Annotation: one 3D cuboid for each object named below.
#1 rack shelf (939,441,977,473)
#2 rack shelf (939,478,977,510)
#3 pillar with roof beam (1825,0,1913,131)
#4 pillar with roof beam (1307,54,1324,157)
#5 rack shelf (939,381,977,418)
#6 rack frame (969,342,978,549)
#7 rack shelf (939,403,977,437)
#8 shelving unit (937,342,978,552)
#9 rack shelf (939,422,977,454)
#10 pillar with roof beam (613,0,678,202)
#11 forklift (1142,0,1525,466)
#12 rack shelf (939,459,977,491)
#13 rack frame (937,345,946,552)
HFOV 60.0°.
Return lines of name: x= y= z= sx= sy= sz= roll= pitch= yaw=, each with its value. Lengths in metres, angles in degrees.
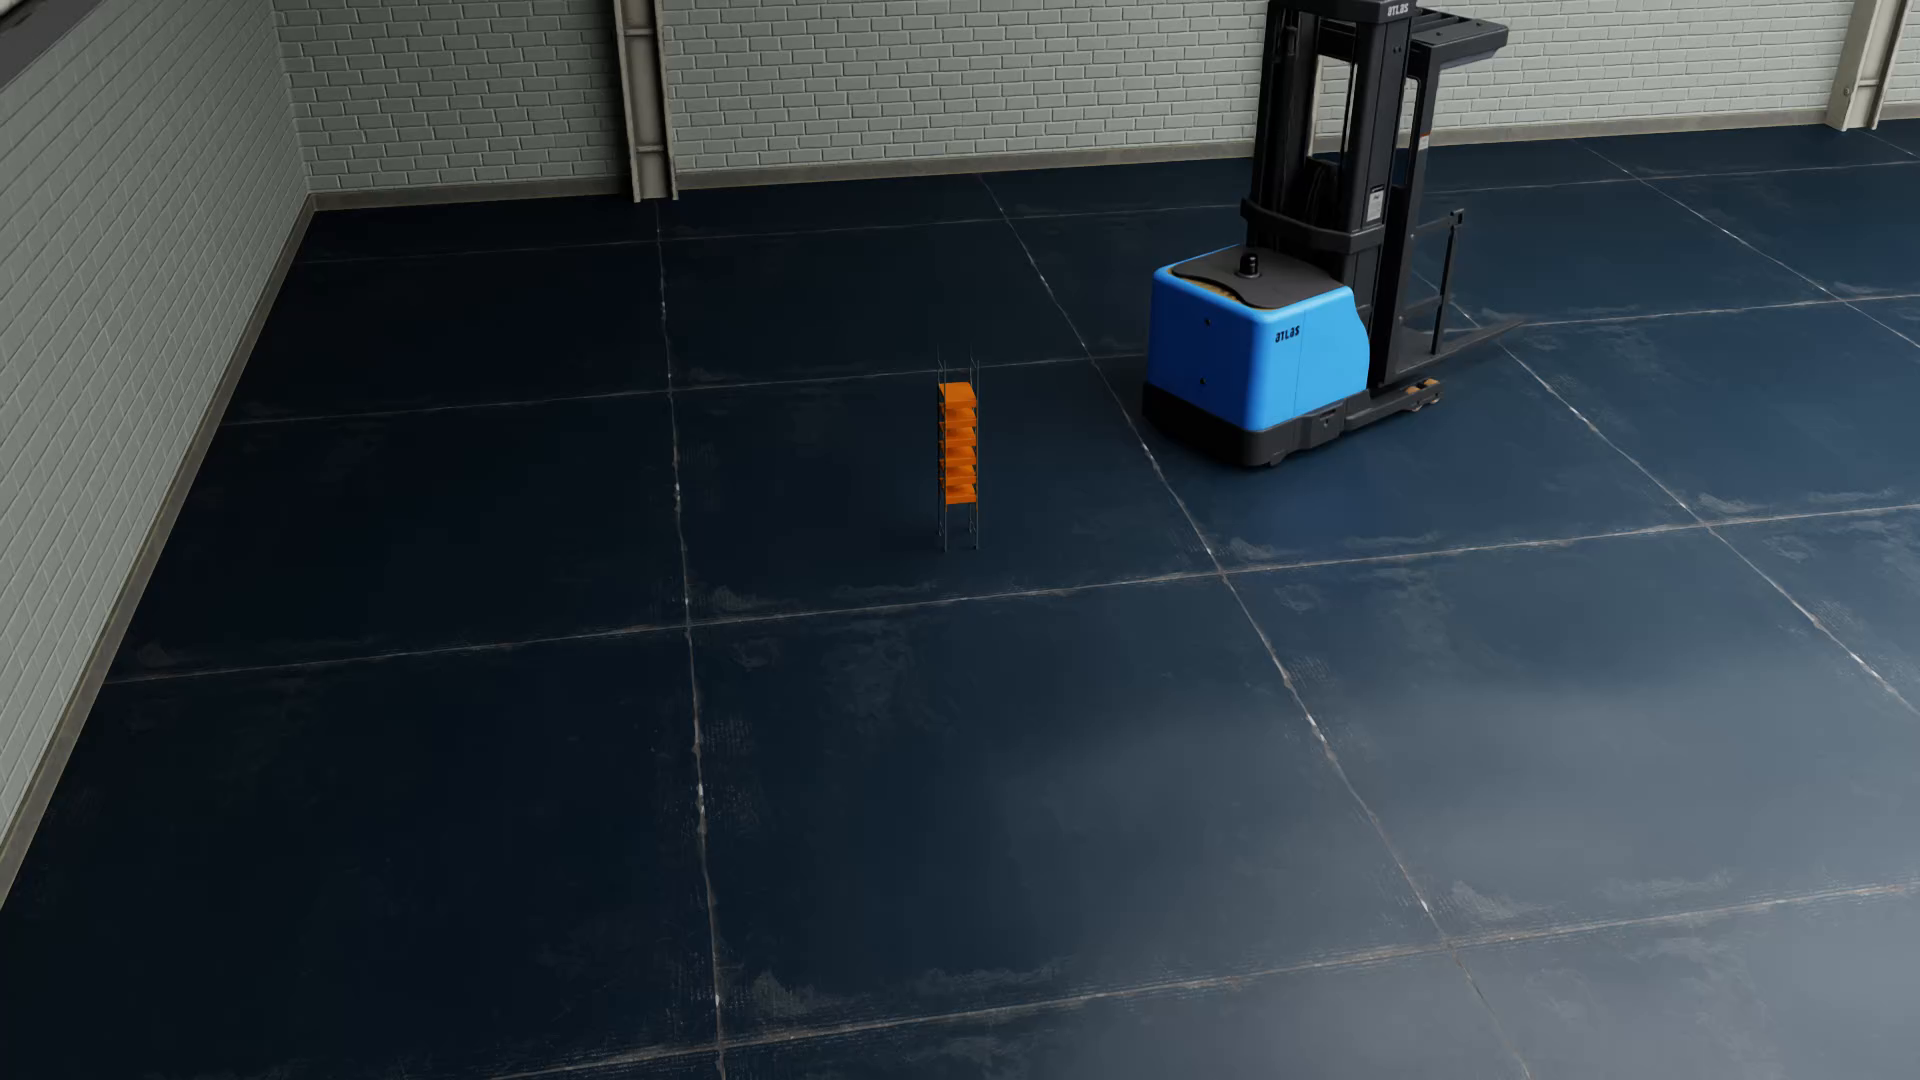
rack shelf: x=-0.014 y=-0.478 z=9.466 sx=0.180 sy=0.103 sz=0.258 roll=-5 pitch=31 yaw=-9
rack shelf: x=-0.014 y=-0.271 z=9.588 sx=0.180 sy=0.103 sz=0.258 roll=-5 pitch=31 yaw=-9
pillar with roof beam: x=9.824 y=-5.947 z=10.986 sx=0.400 sy=9.000 sz=9.100 roll=-5 pitch=31 yaw=-9
pillar with roof beam: x=3.922 y=-5.399 z=10.055 sx=0.400 sy=9.000 sz=9.100 roll=-5 pitch=31 yaw=-9
rack shelf: x=-0.014 y=-0.788 z=9.284 sx=0.180 sy=0.103 sz=0.258 roll=-5 pitch=31 yaw=-9
rack frame: x=0.076 y=-0.524 z=9.458 sx=0.006 sy=1.200 sz=0.240 roll=-5 pitch=31 yaw=-9
rack shelf: x=-0.014 y=-0.684 z=9.344 sx=0.180 sy=0.103 sz=0.258 roll=-5 pitch=31 yaw=-9
shelving unit: x=-0.014 y=-0.516 z=9.444 sx=0.189 sy=1.200 sz=0.258 roll=-5 pitch=31 yaw=-9
rack shelf: x=-0.014 y=-0.581 z=9.405 sx=0.180 sy=0.103 sz=0.258 roll=-5 pitch=31 yaw=-9
pillar with roof beam: x=-1.980 y=-4.852 z=9.123 sx=0.400 sy=9.000 sz=9.100 roll=-5 pitch=31 yaw=-9
forklift: x=2.682 y=-2.321 z=10.805 sx=3.031 sy=2.935 sz=1.130 roll=-22 pitch=37 yaw=-32
rack shelf: x=-0.014 y=-0.374 z=9.527 sx=0.180 sy=0.103 sz=0.258 roll=-5 pitch=31 yaw=-9
rack frame: x=-0.104 y=-0.508 z=9.429 sx=0.006 sy=1.200 sz=0.240 roll=-5 pitch=31 yaw=-9
